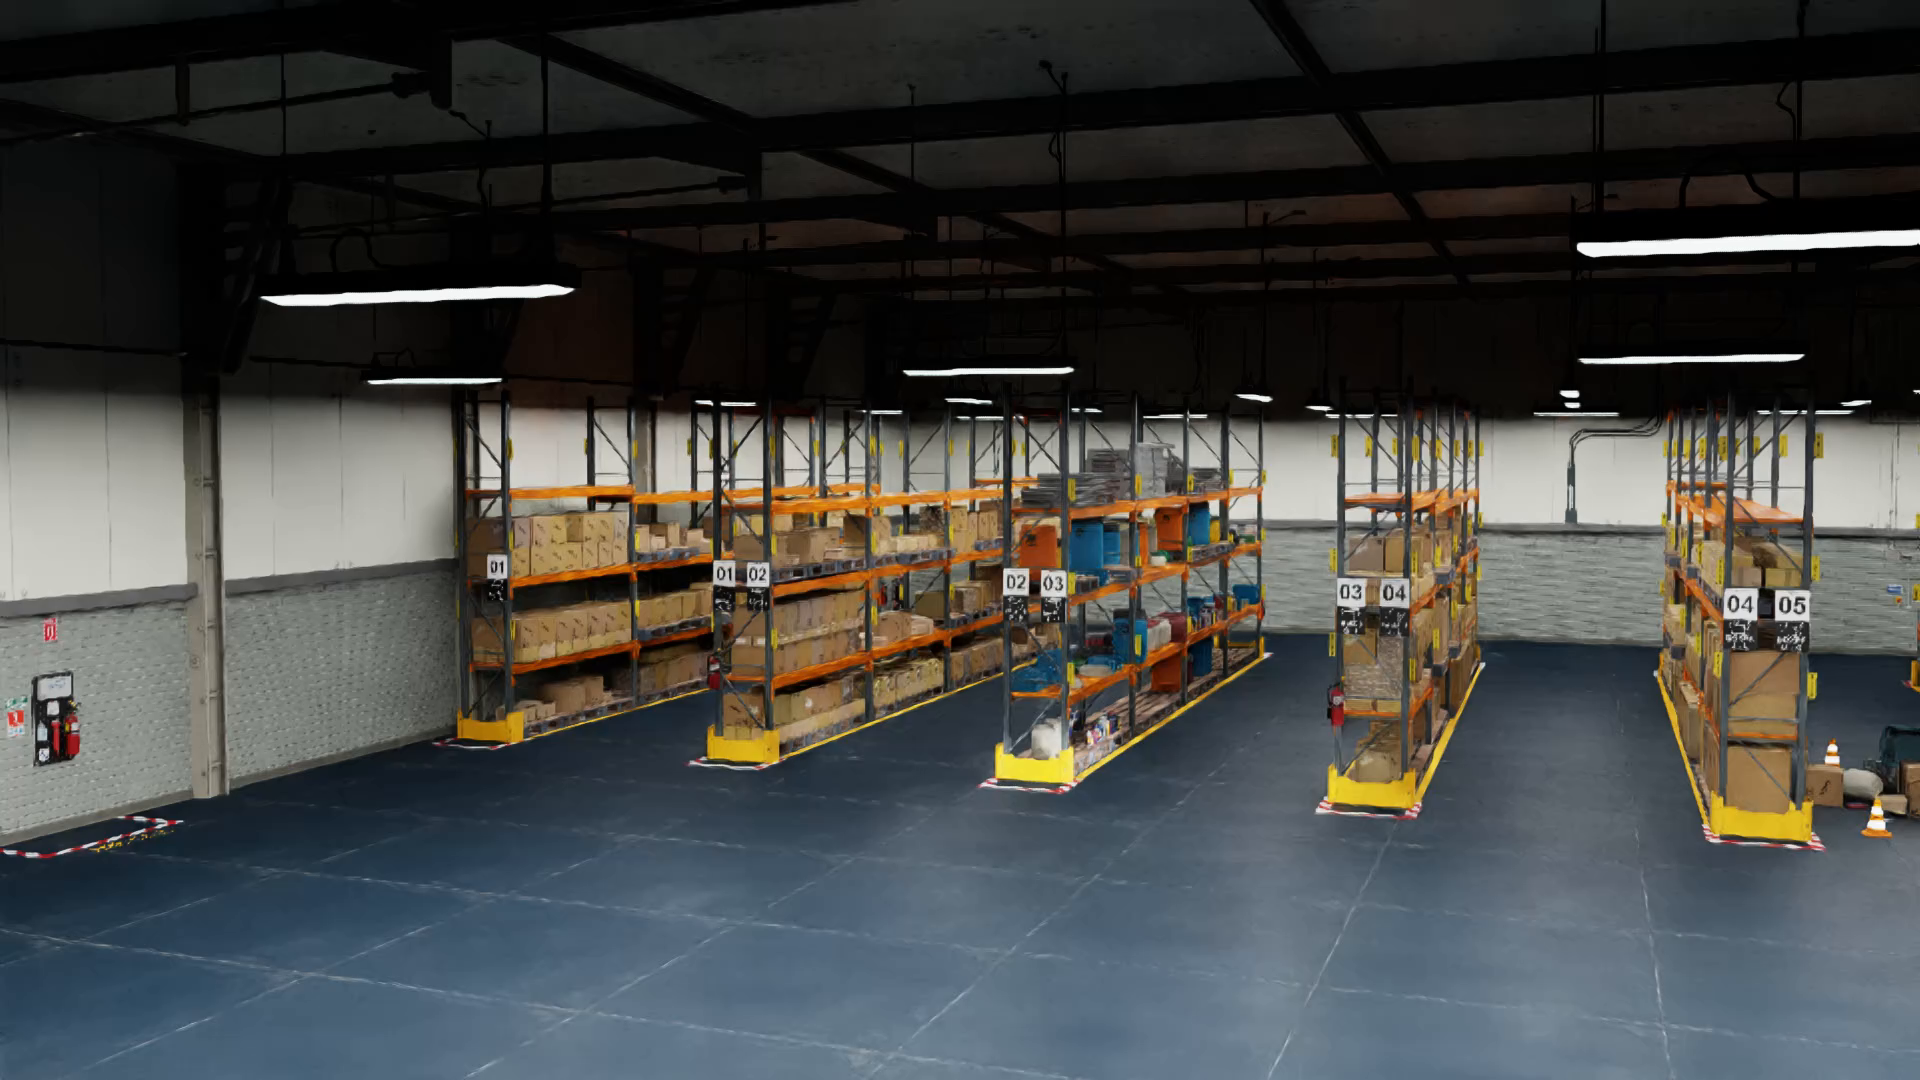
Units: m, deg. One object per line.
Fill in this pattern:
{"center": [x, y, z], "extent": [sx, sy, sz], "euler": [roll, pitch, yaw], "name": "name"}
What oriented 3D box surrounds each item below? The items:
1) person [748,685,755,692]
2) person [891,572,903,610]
{"center": [-3.997, 2.353, 32.895], "extent": [0.414, 1.675, 0.517], "euler": [0, 3, -8], "name": "person"}
{"center": [-1.580, 1.642, 45.255], "extent": [0.733, 1.709, 0.565], "euler": [-2, 4, -32], "name": "person"}
